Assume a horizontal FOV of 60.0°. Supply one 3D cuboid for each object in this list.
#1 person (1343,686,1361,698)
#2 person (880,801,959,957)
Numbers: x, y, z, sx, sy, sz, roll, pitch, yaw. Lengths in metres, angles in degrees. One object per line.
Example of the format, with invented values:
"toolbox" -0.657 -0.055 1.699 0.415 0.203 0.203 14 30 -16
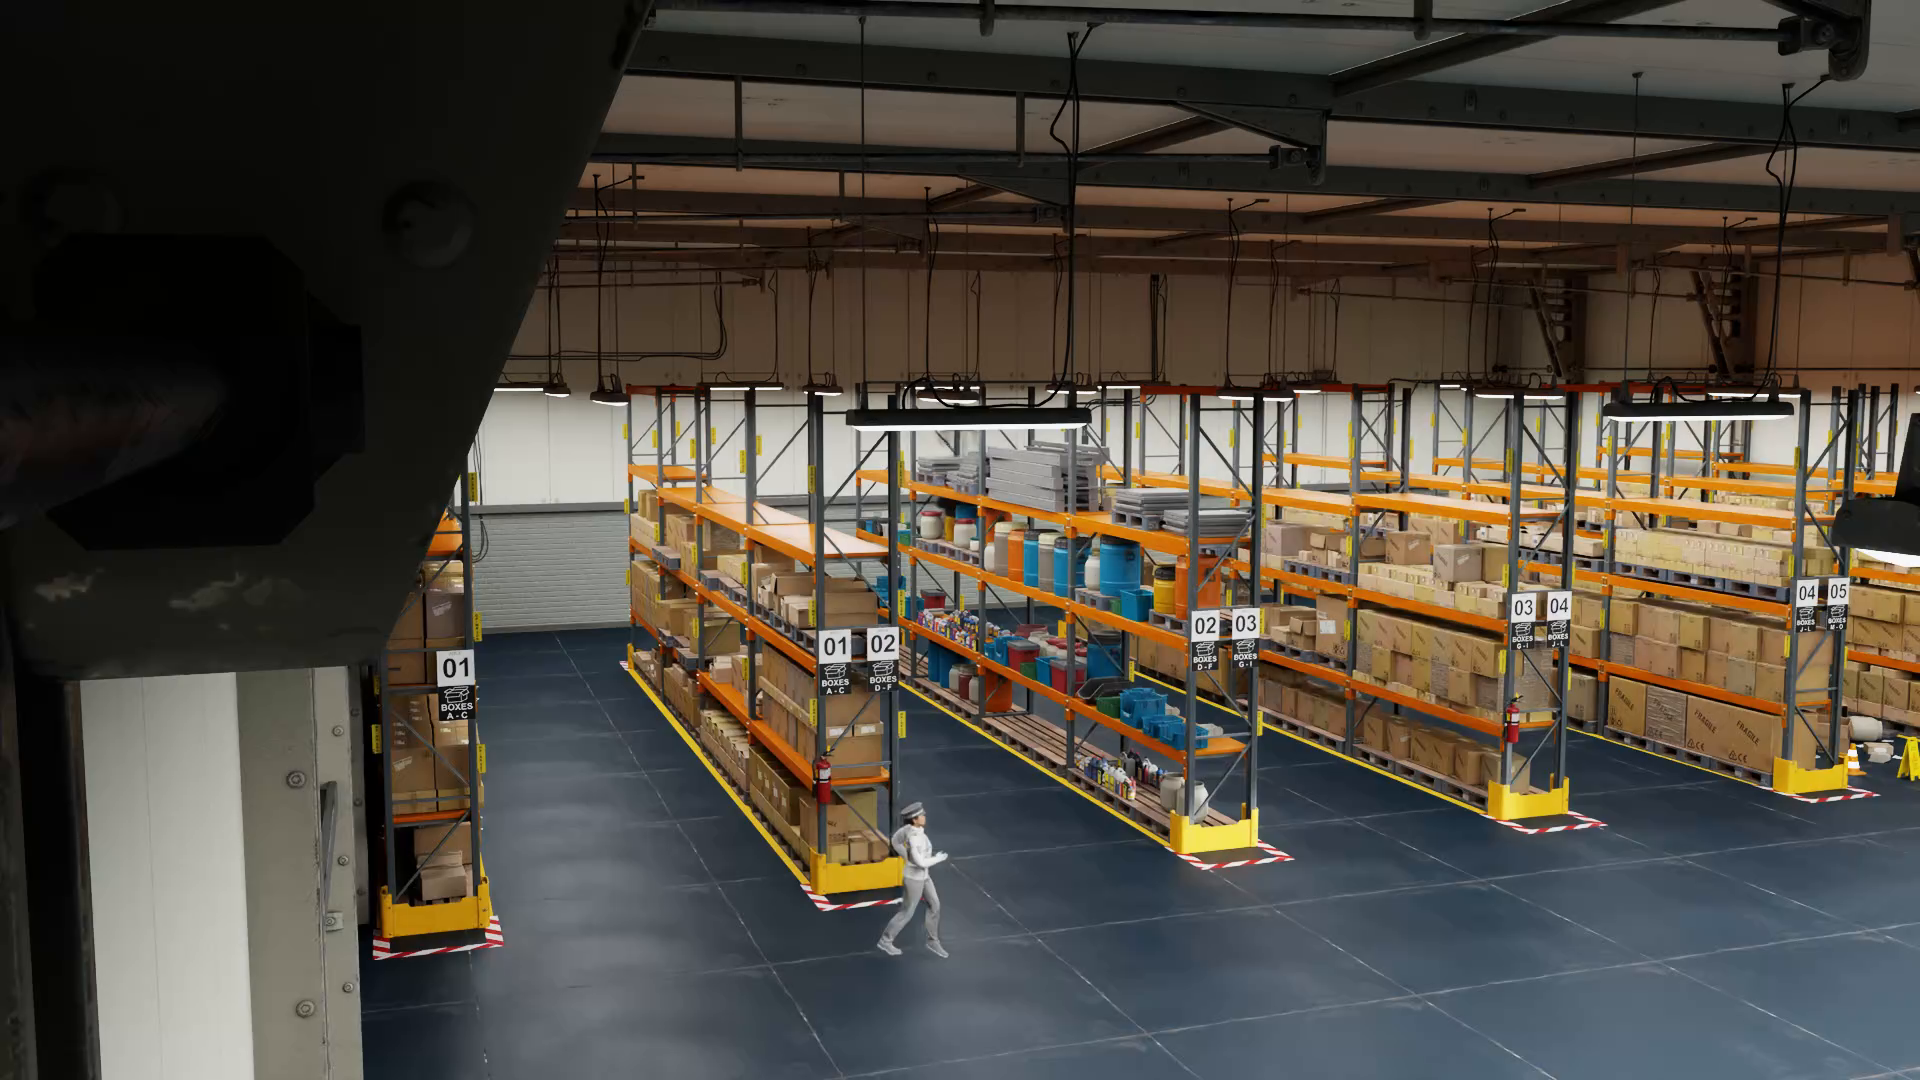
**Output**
"person" 7.549 2.339 31.542 0.578 1.516 0.884 -1 6 -9
"person" -0.438 3.646 17.777 0.847 1.731 0.602 0 6 0
